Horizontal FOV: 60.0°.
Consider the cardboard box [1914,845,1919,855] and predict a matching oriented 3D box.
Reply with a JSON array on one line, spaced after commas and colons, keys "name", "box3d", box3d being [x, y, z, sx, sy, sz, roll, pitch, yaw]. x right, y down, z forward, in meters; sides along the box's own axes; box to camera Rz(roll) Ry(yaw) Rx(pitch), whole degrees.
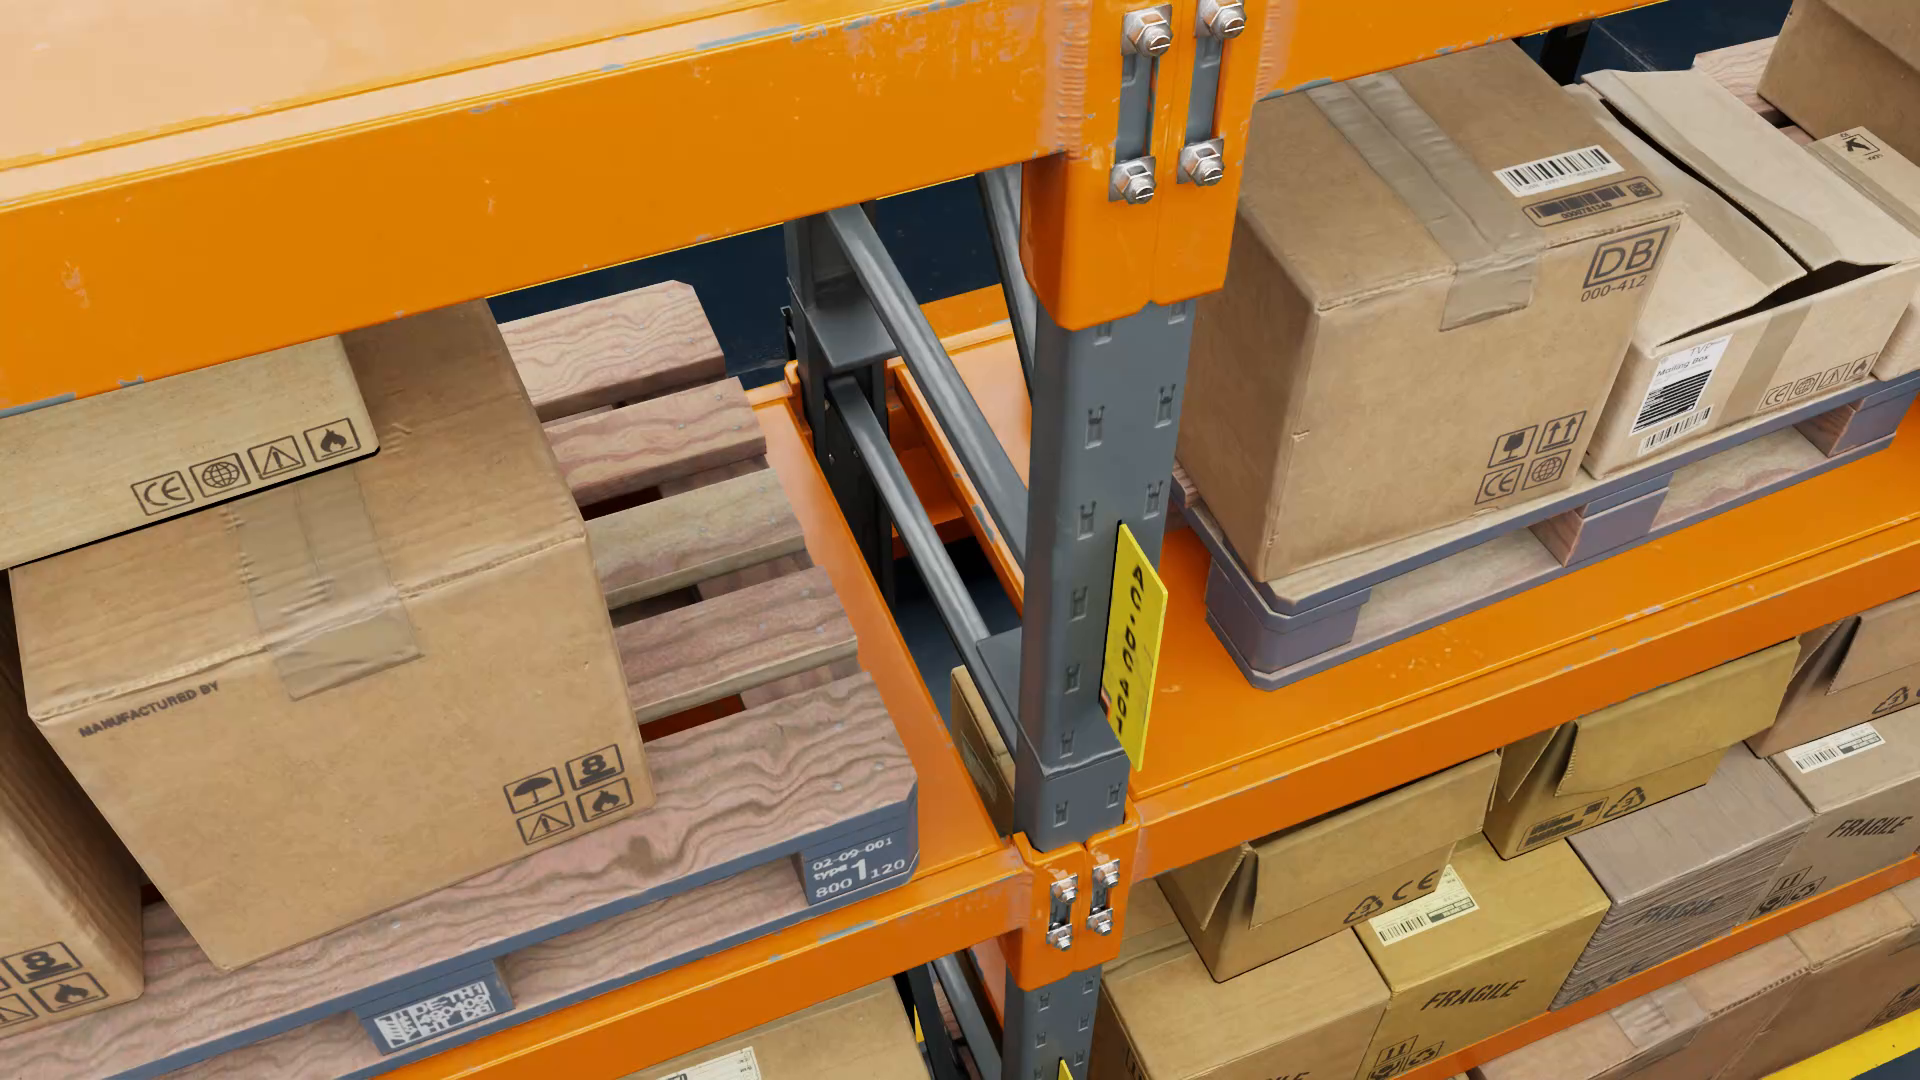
[{"name": "cardboard box", "box3d": [2.370, 0.331, 3.923, 0.500, 0.500, 0.500, -19, 52, -15]}]

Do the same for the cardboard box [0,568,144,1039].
[{"name": "cardboard box", "box3d": [-1.228, 0.144, 1.763, 0.500, 0.500, 0.700, -15, 51, -12]}]

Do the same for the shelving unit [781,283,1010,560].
[{"name": "shelving unit", "box3d": [-0.006, -0.365, 5.822, 1.048, 1.125, 0.538, -17, 52, -14]}]

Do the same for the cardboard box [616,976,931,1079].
[{"name": "cardboard box", "box3d": [-0.351, 0.933, 2.880, 0.500, 0.500, 0.500, -16, 51, -13]}]

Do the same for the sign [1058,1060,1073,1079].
[{"name": "sign", "box3d": [0.185, 0.987, 2.802, 0.005, 0.325, 0.100, -17, 52, -14]}]

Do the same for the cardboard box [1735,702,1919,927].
[{"name": "cardboard box", "box3d": [1.899, 0.476, 3.798, 0.500, 0.500, 0.500, -16, 51, -14]}]

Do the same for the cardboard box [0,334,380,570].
[{"name": "cardboard box", "box3d": [-0.900, -0.253, 1.610, 0.500, 0.250, 0.500, -20, 52, -17]}]

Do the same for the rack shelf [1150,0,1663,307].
[{"name": "rack shelf", "box3d": [1.825, -1.258, 2.137, 4.000, 0.370, 1.077, -17, 52, -14]}]

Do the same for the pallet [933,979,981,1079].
[{"name": "pallet", "box3d": [0.659, 1.540, 4.789, 1.213, 0.211, 1.003, -17, 52, -14]}]

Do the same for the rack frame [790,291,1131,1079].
[{"name": "rack frame", "box3d": [-0.026, 0.905, 3.495, 0.127, 3.000, 1.000, -17, 52, -14]}]

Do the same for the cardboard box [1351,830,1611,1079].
[{"name": "cardboard box", "box3d": [0.959, 0.772, 3.544, 0.500, 0.500, 0.500, -17, 51, -14]}]

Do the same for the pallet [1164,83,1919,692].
[{"name": "pallet", "box3d": [0.804, -0.307, 2.686, 1.217, 0.209, 0.805, -19, 52, -16]}]

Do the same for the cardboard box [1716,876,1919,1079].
[{"name": "cardboard box", "box3d": [2.202, 0.747, 4.755, 0.875, 0.875, 1.225, -17, 51, -14]}]

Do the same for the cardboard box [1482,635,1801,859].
[{"name": "cardboard box", "box3d": [1.202, 0.168, 3.401, 0.637, 0.503, 0.797, -17, 51, -14]}]

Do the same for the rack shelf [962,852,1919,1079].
[{"name": "rack shelf", "box3d": [1.825, 0.566, 4.261, 4.000, 0.370, 1.077, -17, 52, -14]}]

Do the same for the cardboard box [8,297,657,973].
[{"name": "cardboard box", "box3d": [-0.728, -0.007, 1.893, 0.500, 0.500, 0.700, -20, 52, -16]}]

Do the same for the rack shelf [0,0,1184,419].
[{"name": "rack shelf", "box3d": [-1.878, -0.111, 1.151, 4.000, 0.370, 1.077, -17, 52, -14]}]

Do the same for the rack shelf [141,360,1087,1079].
[{"name": "rack shelf", "box3d": [-1.878, 0.736, 2.138, 4.000, 0.370, 1.077, -17, 52, -14]}]

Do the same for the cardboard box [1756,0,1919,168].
[{"name": "cardboard box", "box3d": [1.793, -0.789, 2.628, 0.637, 0.503, 0.797, -18, 52, -15]}]

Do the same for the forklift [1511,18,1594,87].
[{"name": "forklift", "box3d": [1.883, -1.747, 5.818, 3.031, 2.935, 1.130, -21, 53, -17]}]

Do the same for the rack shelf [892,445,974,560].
[{"name": "rack shelf", "box3d": [-0.006, -0.205, 6.007, 1.000, 0.278, 0.538, -17, 52, -14]}]

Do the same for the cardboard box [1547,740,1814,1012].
[{"name": "cardboard box", "box3d": [1.422, 0.628, 3.667, 0.500, 0.500, 0.500, -18, 52, -15]}]

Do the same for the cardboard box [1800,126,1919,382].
[{"name": "cardboard box", "box3d": [1.409, -0.449, 2.570, 0.250, 0.149, 0.380, -19, 52, -16]}]

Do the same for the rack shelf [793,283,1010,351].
[{"name": "rack shelf", "box3d": [-0.006, -0.555, 5.600, 1.000, 0.278, 0.538, -17, 52, -14]}]

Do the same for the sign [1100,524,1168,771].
[{"name": "sign", "box3d": [0.185, 0.123, 1.797, 0.005, 0.325, 0.100, -17, 52, -14]}]

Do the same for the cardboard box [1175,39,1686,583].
[{"name": "cardboard box", "box3d": [0.507, -0.415, 2.309, 0.500, 0.500, 0.700, -16, 51, -13]}]

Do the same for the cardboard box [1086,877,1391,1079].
[{"name": "cardboard box", "box3d": [0.494, 0.916, 3.420, 0.500, 0.500, 0.500, -17, 51, -14]}]

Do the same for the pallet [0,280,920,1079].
[{"name": "pallet", "box3d": [-0.788, 0.184, 2.196, 1.213, 0.211, 1.003, -17, 52, -14]}]

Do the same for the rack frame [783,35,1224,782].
[{"name": "rack frame", "box3d": [-0.026, -1.049, 1.219, 0.127, 3.000, 1.000, -17, 52, -14]}]

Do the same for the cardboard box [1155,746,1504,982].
[{"name": "cardboard box", "box3d": [0.562, 0.357, 3.239, 0.637, 0.503, 0.797, -18, 52, -15]}]

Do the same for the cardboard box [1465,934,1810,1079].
[{"name": "cardboard box", "box3d": [1.385, 1.006, 4.532, 0.875, 0.875, 1.225, -19, 52, -15]}]

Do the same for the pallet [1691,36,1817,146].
[{"name": "pallet", "box3d": [2.066, -0.613, 2.946, 1.213, 0.211, 1.003, -15, 51, -13]}]

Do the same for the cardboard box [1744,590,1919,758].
[{"name": "cardboard box", "box3d": [1.771, -0.021, 3.564, 0.637, 0.503, 0.797, -16, 51, -13]}]

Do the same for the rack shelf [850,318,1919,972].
[{"name": "rack shelf", "box3d": [1.825, -0.411, 3.123, 4.000, 0.370, 1.077, -17, 52, -14]}]

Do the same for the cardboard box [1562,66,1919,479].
[{"name": "cardboard box", "box3d": [1.023, -0.431, 2.448, 0.500, 0.311, 0.500, -19, 52, -15]}]

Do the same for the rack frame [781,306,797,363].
[{"name": "rack frame", "box3d": [-0.477, -0.219, 5.696, 0.032, 1.125, 0.500, -17, 52, -14]}]

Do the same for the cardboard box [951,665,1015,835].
[{"name": "cardboard box", "box3d": [0.303, 0.547, 3.737, 0.500, 0.500, 0.500, -17, 51, -14]}]

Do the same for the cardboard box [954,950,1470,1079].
[{"name": "cardboard box", "box3d": [0.558, 1.263, 4.312, 0.875, 0.875, 1.225, -17, 51, -14]}]
